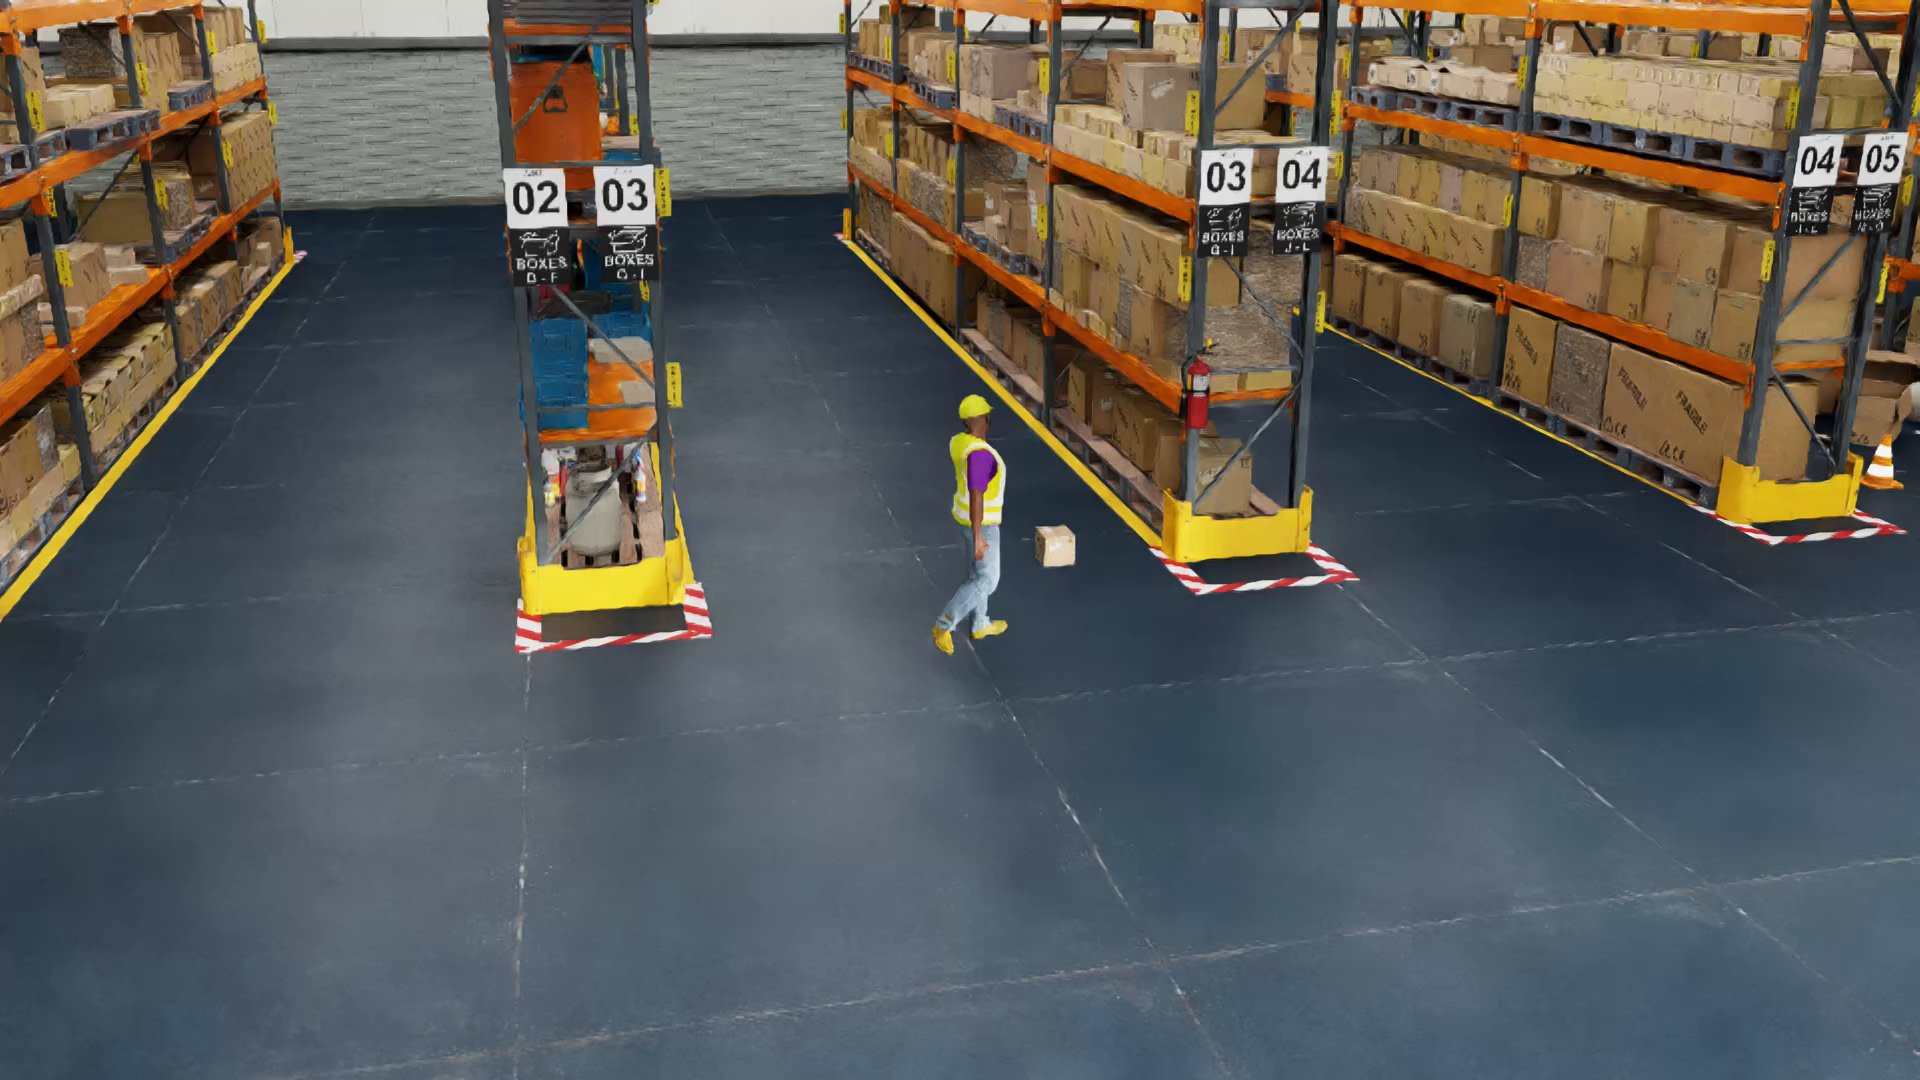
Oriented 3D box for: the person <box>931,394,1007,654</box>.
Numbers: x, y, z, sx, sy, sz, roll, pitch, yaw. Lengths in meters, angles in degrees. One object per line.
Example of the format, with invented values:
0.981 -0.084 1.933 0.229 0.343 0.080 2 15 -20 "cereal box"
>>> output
0.073 -0.102 11.329 0.630 1.765 0.750 -4 20 -12 "person"
